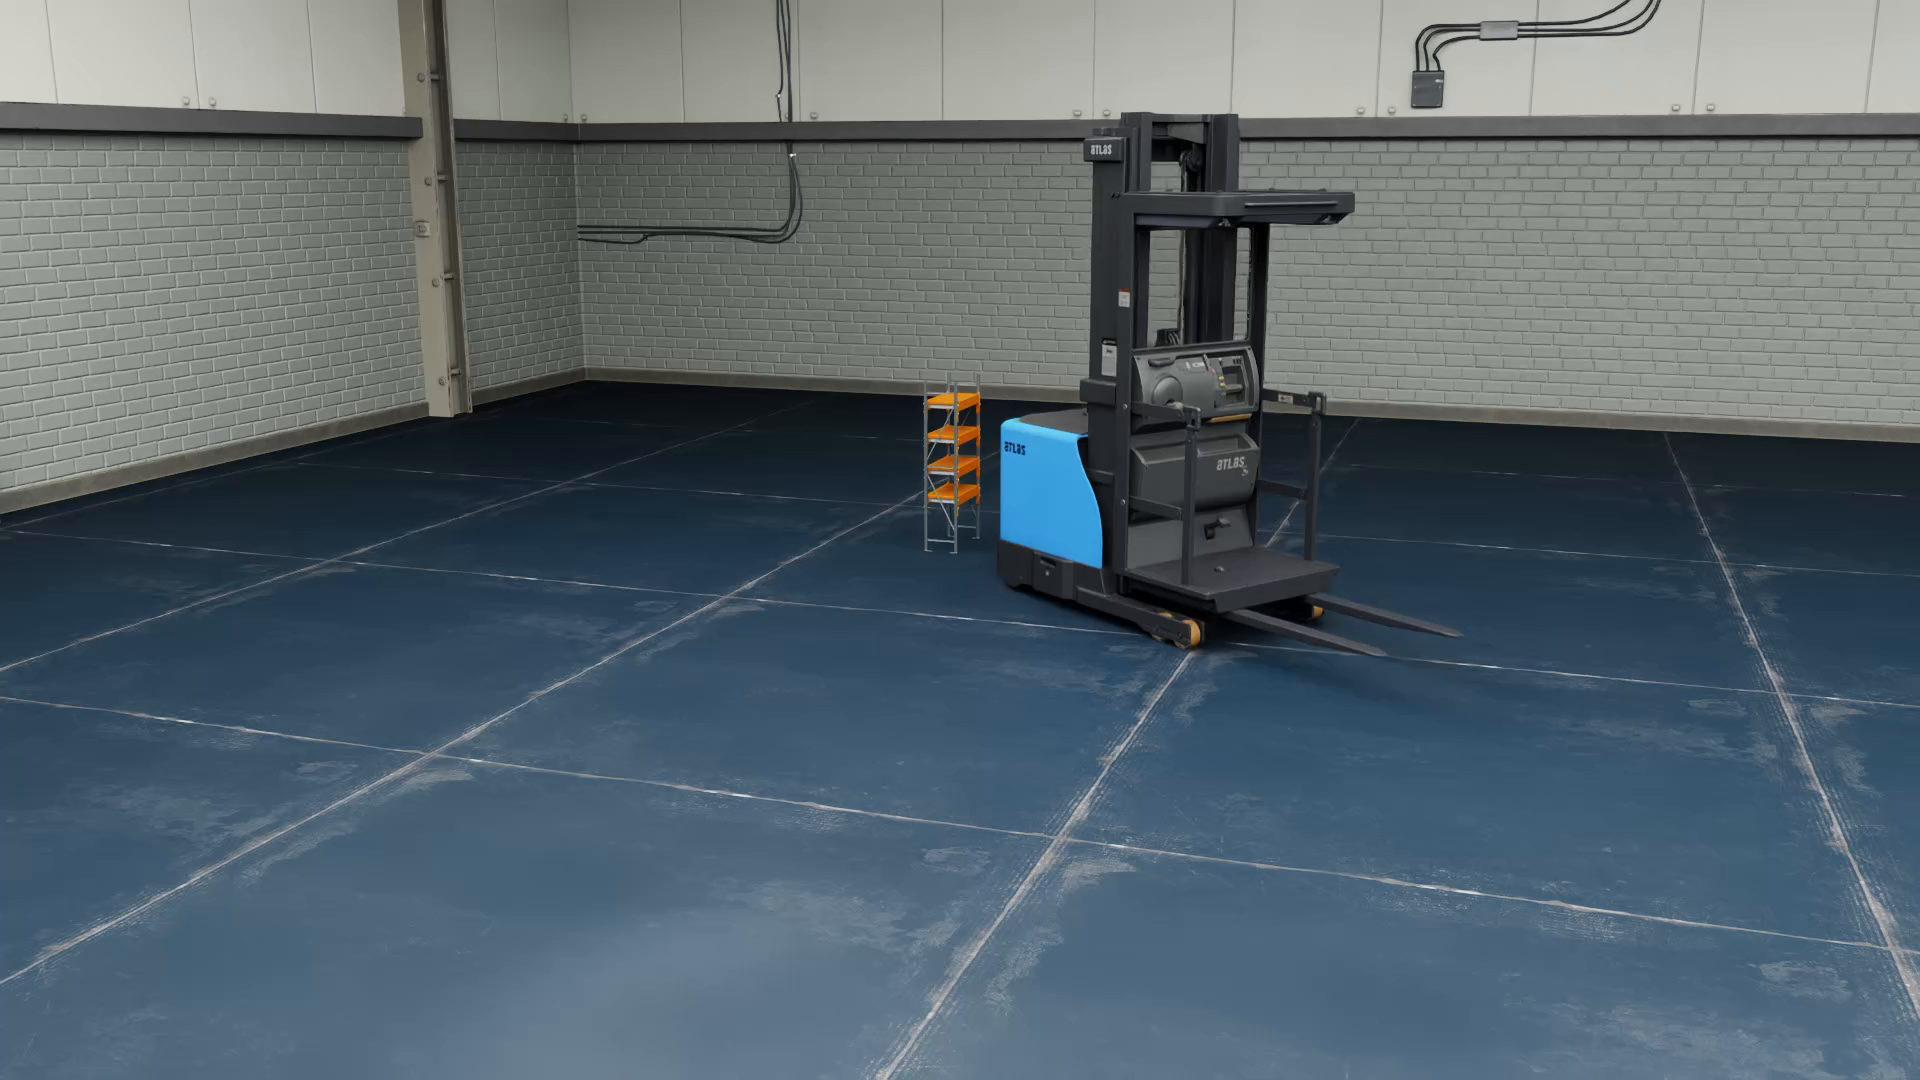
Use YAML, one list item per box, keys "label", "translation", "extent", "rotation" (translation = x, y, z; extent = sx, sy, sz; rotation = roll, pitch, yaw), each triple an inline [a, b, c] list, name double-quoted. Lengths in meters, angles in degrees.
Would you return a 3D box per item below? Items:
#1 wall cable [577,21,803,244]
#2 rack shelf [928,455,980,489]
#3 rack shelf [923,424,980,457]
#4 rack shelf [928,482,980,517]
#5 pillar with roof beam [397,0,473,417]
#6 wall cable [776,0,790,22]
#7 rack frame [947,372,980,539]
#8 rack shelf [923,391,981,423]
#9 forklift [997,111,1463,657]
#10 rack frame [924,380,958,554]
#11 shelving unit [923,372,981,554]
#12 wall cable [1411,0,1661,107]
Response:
- label: "wall cable"
  translation: [-3.304, -4.761, 19.602]
  extent: [3.097, 2.526, 0.112]
  rotation: [4, 14, 18]
- label: "rack shelf"
  translation: [-0.054, -0.485, 11.717]
  extent: [0.258, 0.148, 0.480]
  rotation: [4, 14, 18]
- label: "rack shelf"
  translation: [-0.054, -0.703, 11.667]
  extent: [0.258, 0.148, 0.480]
  rotation: [4, 14, 18]
- label: "rack shelf"
  translation: [-0.054, -0.291, 11.761]
  extent: [0.258, 0.148, 0.480]
  rotation: [4, 14, 18]
- label: "pillar with roof beam"
  translation: [-1.435, -5.440, 15.598]
  extent: [9.100, 9.000, 0.400]
  rotation: [4, 14, 18]
- label: "wall cable"
  translation: [-0.744, -7.028, 18.186]
  extent: [3.097, 2.526, 0.112]
  rotation: [4, 14, 18]
- label: "rack frame"
  translation: [0.025, -0.601, 11.927]
  extent: [0.240, 1.200, 0.015]
  rotation: [4, 14, 18]
- label: "rack shelf"
  translation: [-0.054, -0.933, 11.614]
  extent: [0.258, 0.148, 0.480]
  rotation: [4, 14, 18]
- label: "forklift"
  translation: [1.510, -0.941, 9.522]
  extent: [1.130, 2.935, 3.031]
  rotation: [-9, 16, -35]
- label: "rack frame"
  translation: [-0.133, -0.499, 11.477]
  extent: [0.240, 1.200, 0.015]
  rotation: [4, 14, 18]
- label: "shelving unit"
  translation: [-0.054, -0.550, 11.702]
  extent: [0.258, 1.200, 0.503]
  rotation: [4, 14, 18]
- label: "wall cable"
  translation: [5.674, -7.246, 15.868]
  extent: [2.305, 6.003, 0.169]
  rotation: [4, 14, 18]
